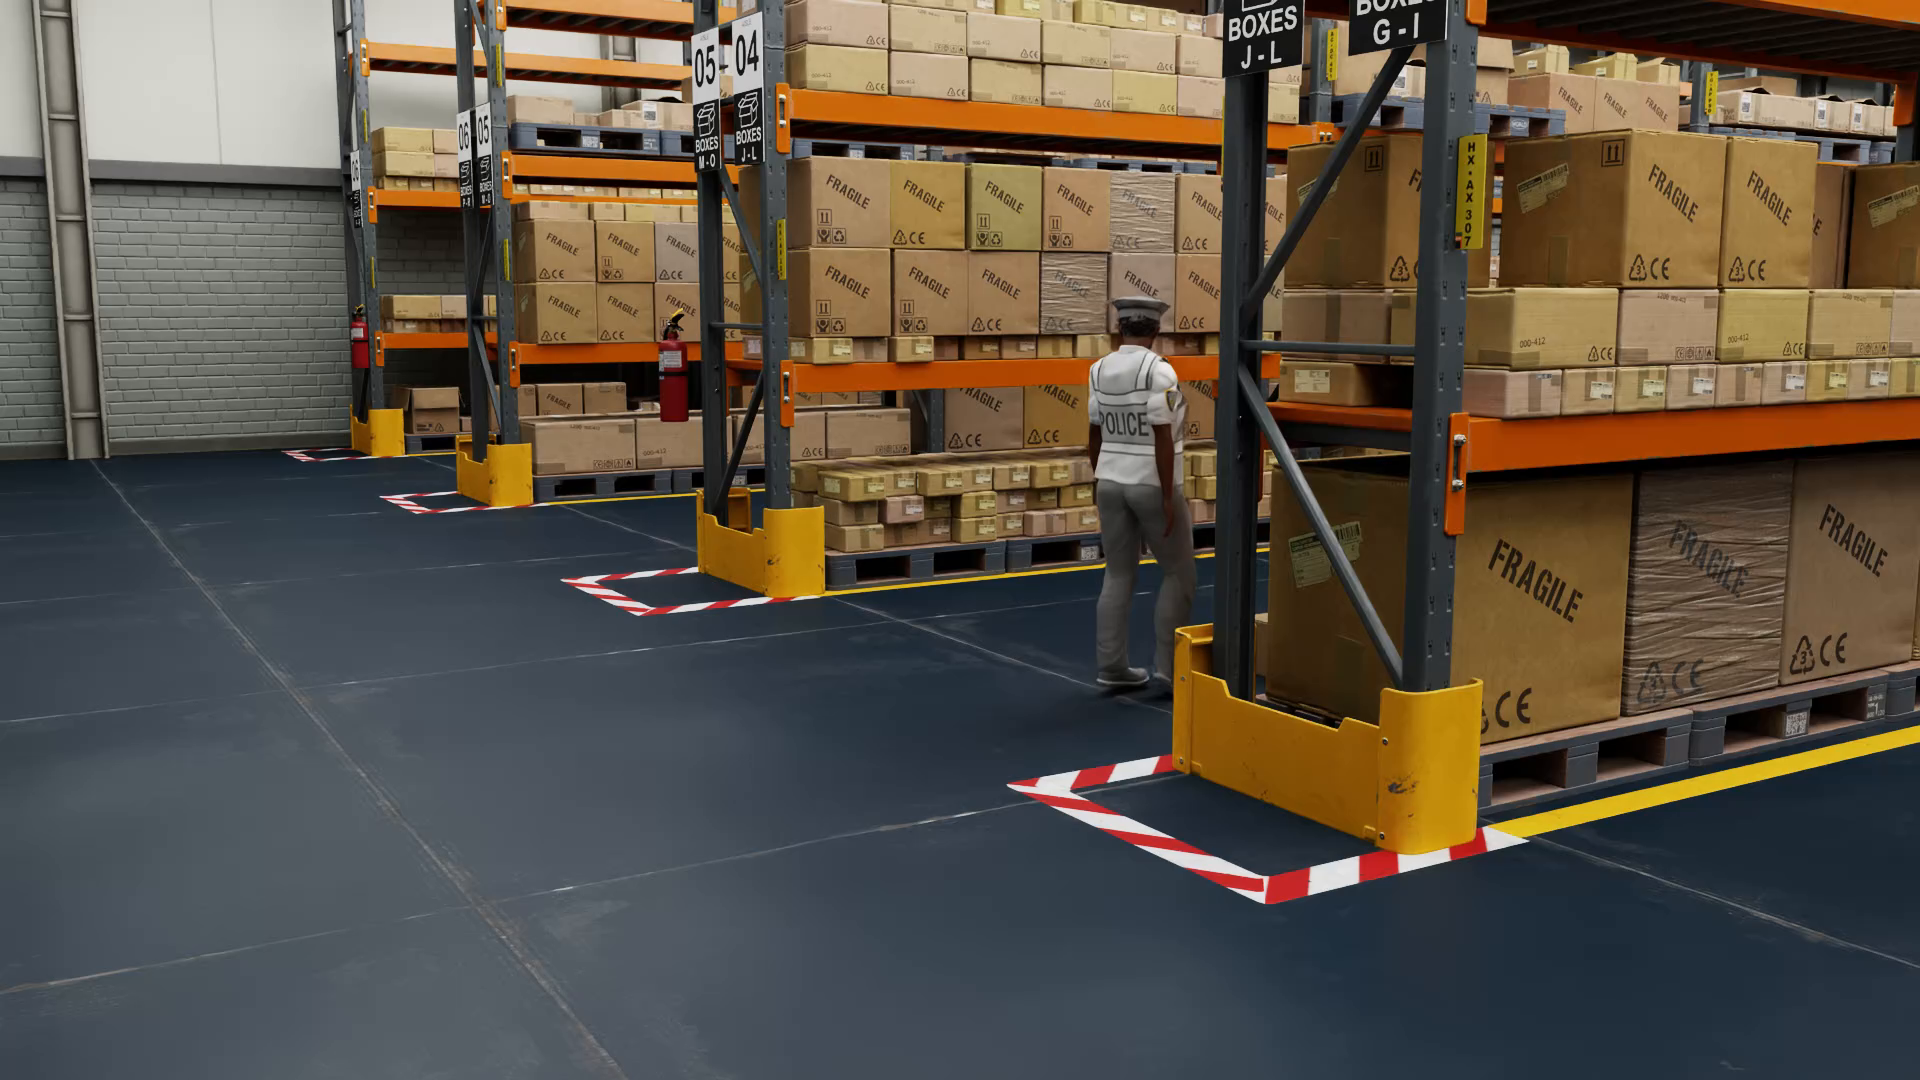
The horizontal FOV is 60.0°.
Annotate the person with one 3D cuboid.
[{"bbox_3d":[0.782,-0.152,7.030,0.483,1.740,0.417,8,11,44],"label":"person"}]
